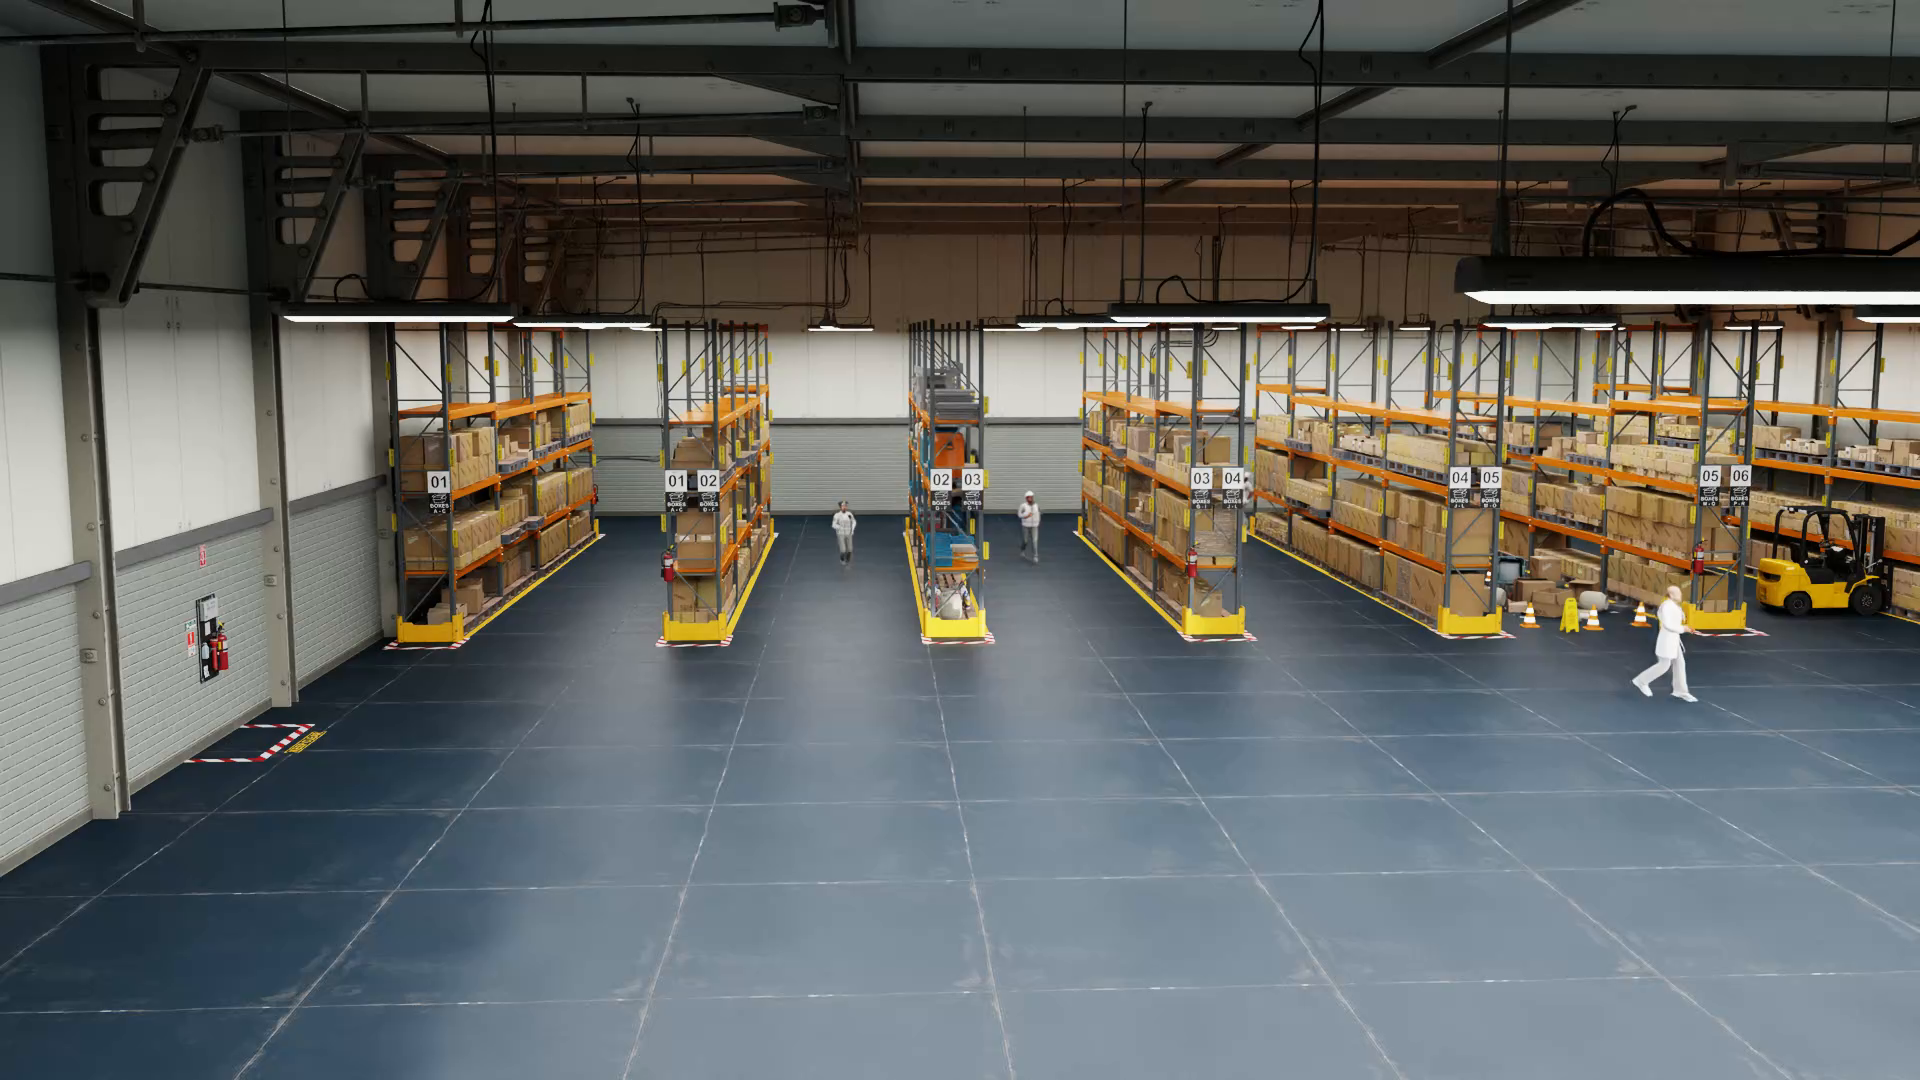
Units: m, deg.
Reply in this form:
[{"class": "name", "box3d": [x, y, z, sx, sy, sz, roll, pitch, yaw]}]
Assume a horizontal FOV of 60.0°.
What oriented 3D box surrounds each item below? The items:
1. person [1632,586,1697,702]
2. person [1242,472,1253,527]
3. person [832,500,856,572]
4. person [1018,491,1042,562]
[{"class": "person", "box3d": [11.120, 1.614, 26.140, 0.947, 1.807, 0.732, 4, 8, 32]}, {"class": "person", "box3d": [8.341, -1.170, 49.178, 0.664, 1.687, 0.785, 1, 7, 10]}, {"class": "person", "box3d": [-2.700, -0.087, 39.103, 0.591, 1.697, 0.598, -2, 7, -13]}, {"class": "person", "box3d": [1.769, -0.353, 41.921, 0.657, 1.758, 0.971, -2, 7, -14]}]
